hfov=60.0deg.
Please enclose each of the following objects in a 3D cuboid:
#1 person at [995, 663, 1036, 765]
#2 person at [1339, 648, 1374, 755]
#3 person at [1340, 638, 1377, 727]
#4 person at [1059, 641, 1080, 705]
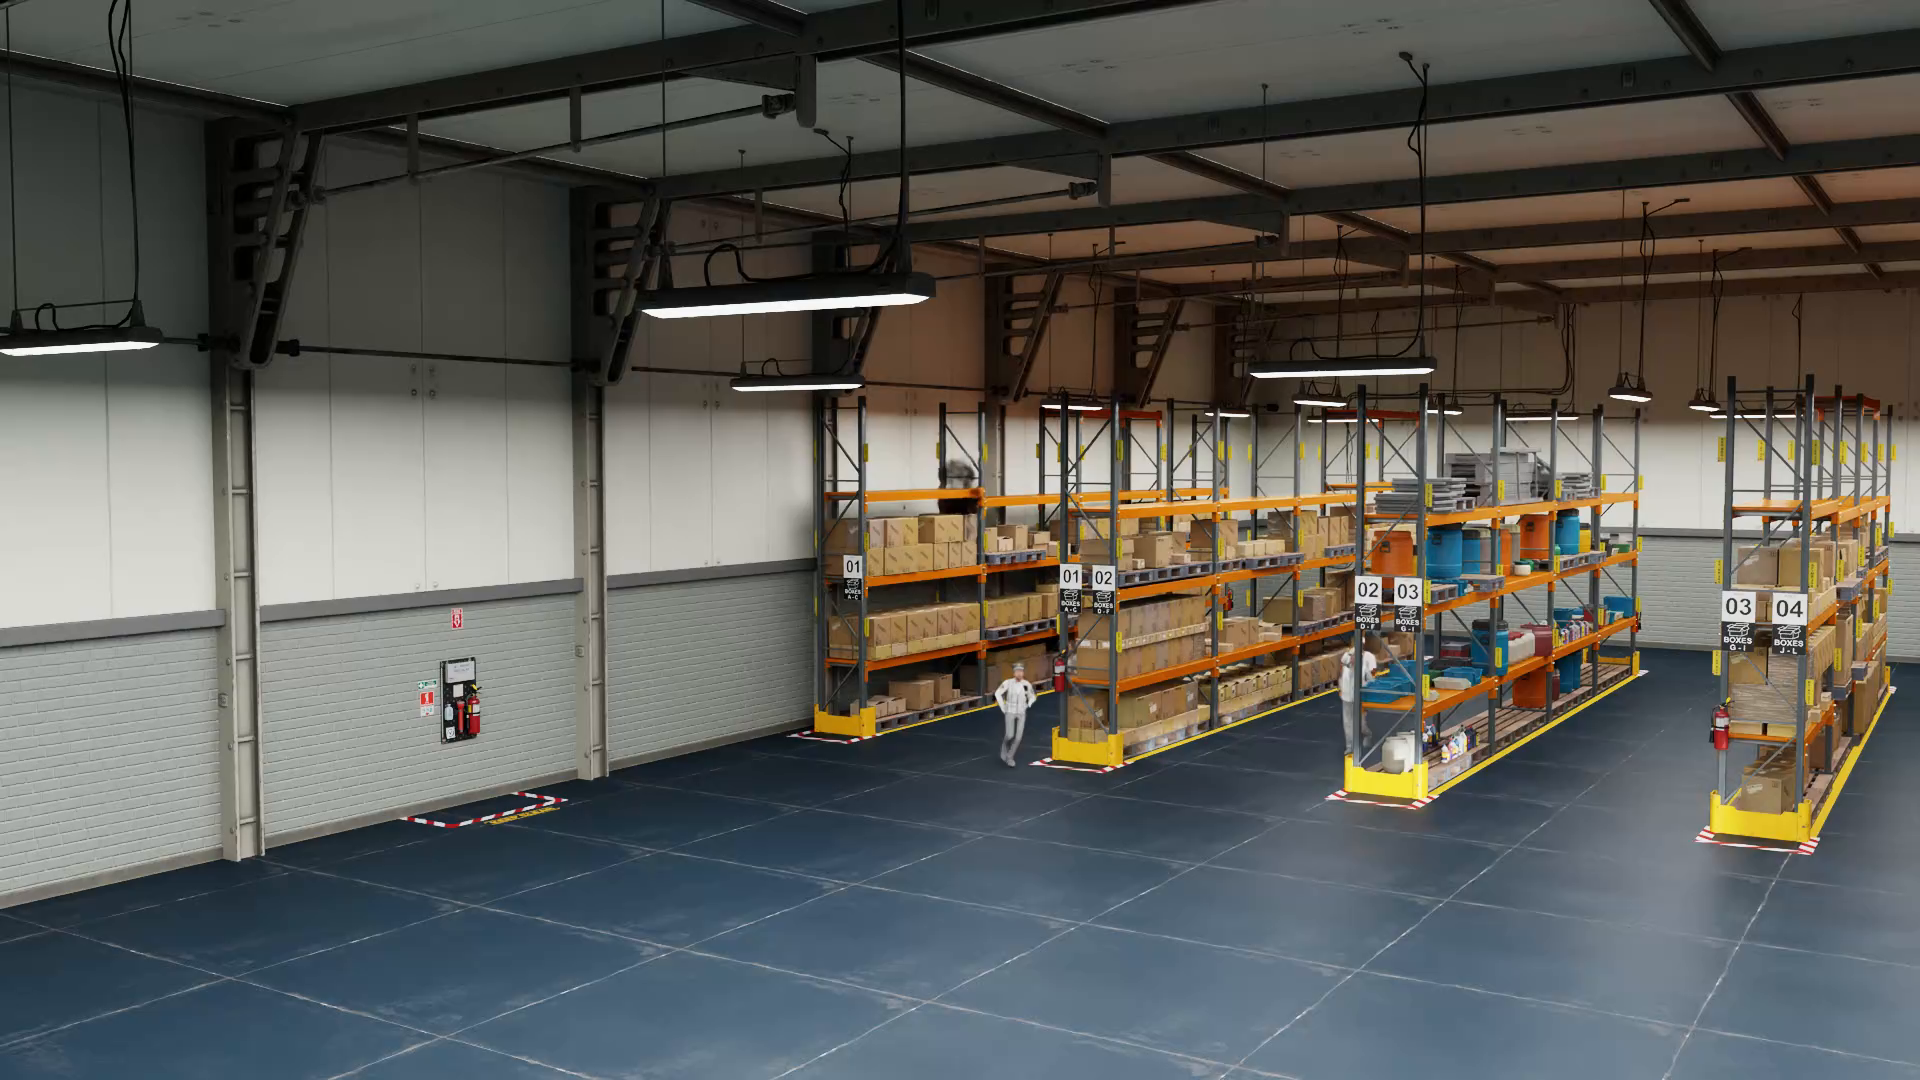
[{"bbox_3d":[0.904,2.778,26.581,0.649,1.655,0.479,0,3,-7],"label":"person"},{"bbox_3d":[6.569,2.665,27.662,0.671,1.758,0.796,2,4,35],"label":"person"},{"bbox_3d":[7.008,2.584,29.342,0.671,1.801,0.728,1,3,21],"label":"person"},{"bbox_3d":[1.975,2.632,29.884,0.503,1.644,0.710,1,3,19],"label":"person"}]
